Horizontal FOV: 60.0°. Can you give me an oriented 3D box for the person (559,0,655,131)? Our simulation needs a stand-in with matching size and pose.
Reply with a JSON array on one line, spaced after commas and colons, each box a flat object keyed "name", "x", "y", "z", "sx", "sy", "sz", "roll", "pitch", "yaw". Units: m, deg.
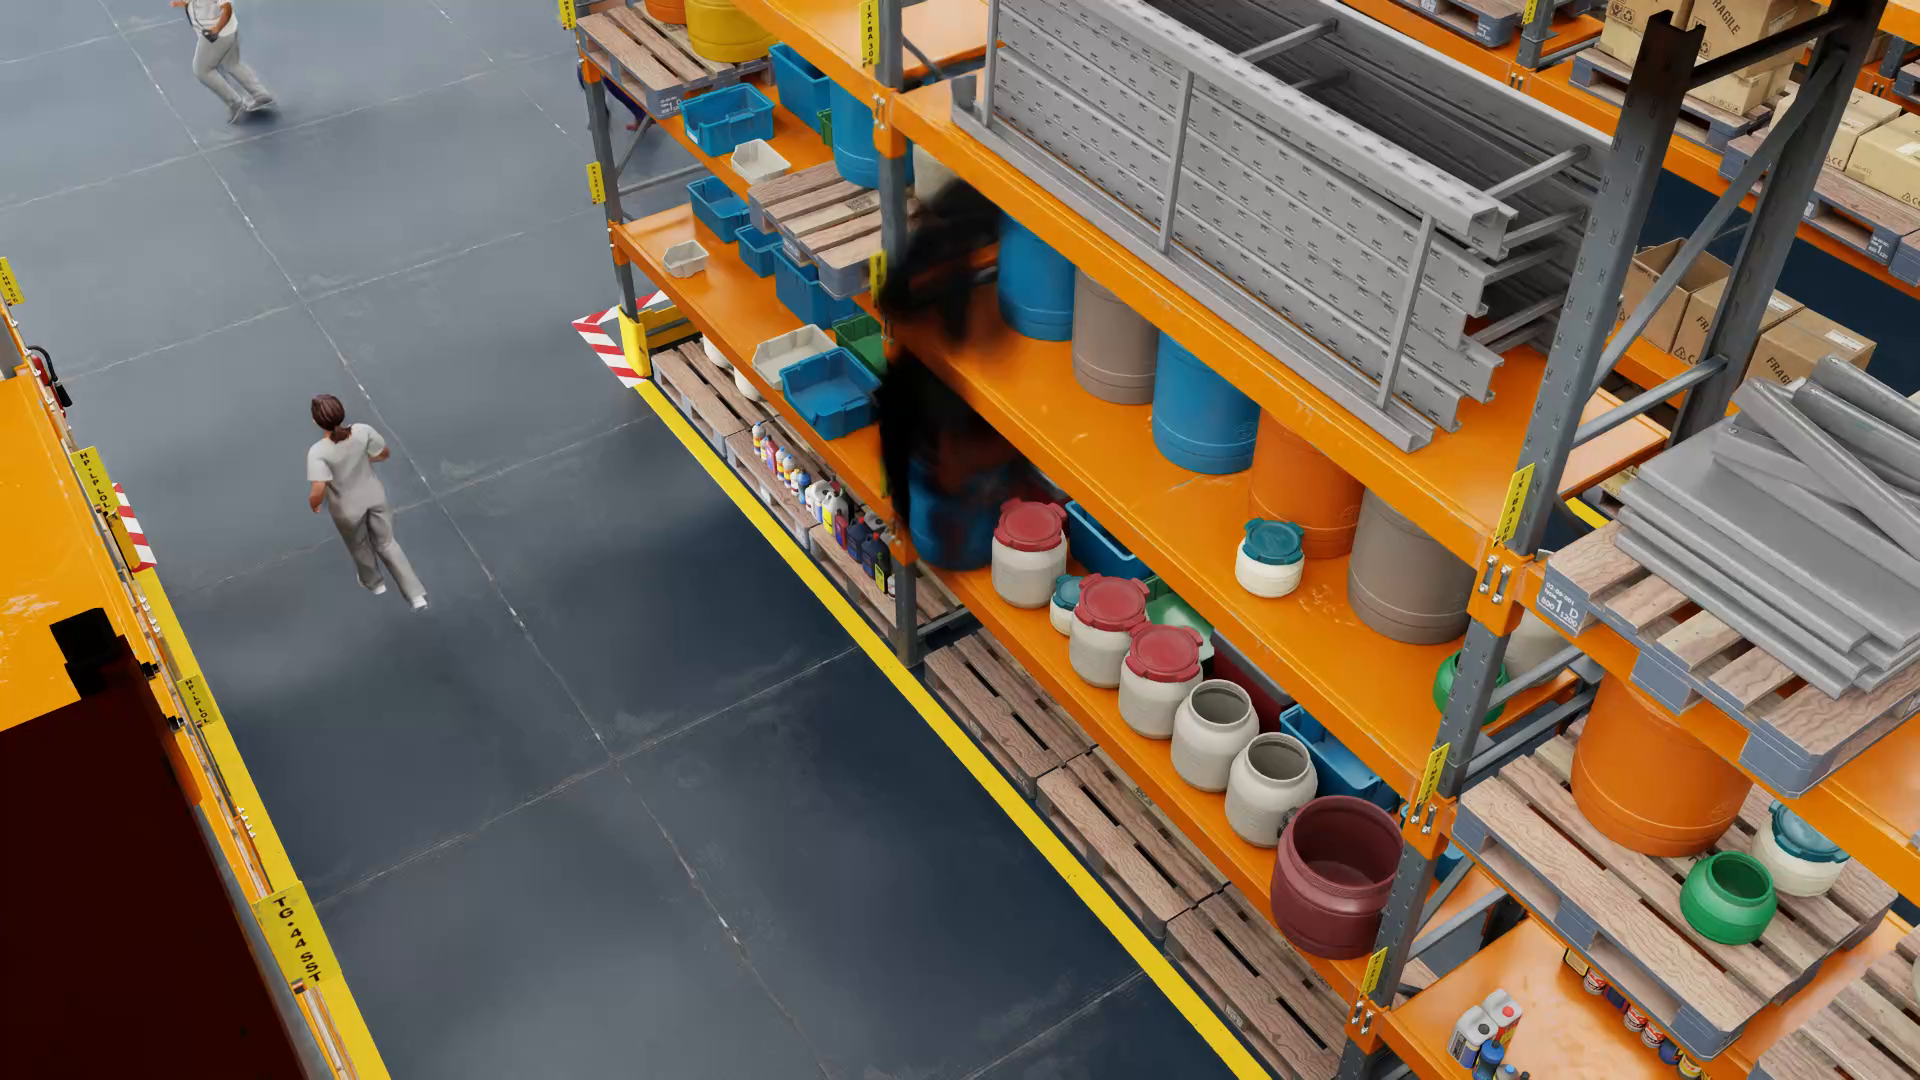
[{"name": "person", "x": -3.309, "y": -4.549, "z": 15.501, "sx": 0.734, "sy": 1.710, "sz": 0.577, "roll": -6, "pitch": 43, "yaw": -7}]

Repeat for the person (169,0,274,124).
[{"name": "person", "x": -7.041, "y": -4.759, "z": 15.733, "sx": 0.661, "sy": 1.684, "sz": 0.586, "roll": -8, "pitch": 43, "yaw": -9}]

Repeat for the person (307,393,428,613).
[{"name": "person", "x": -3.733, "y": -0.202, "z": 10.326, "sx": 0.765, "sy": 1.689, "sz": 0.589, "roll": 34, "pitch": 52, "yaw": 31}]
